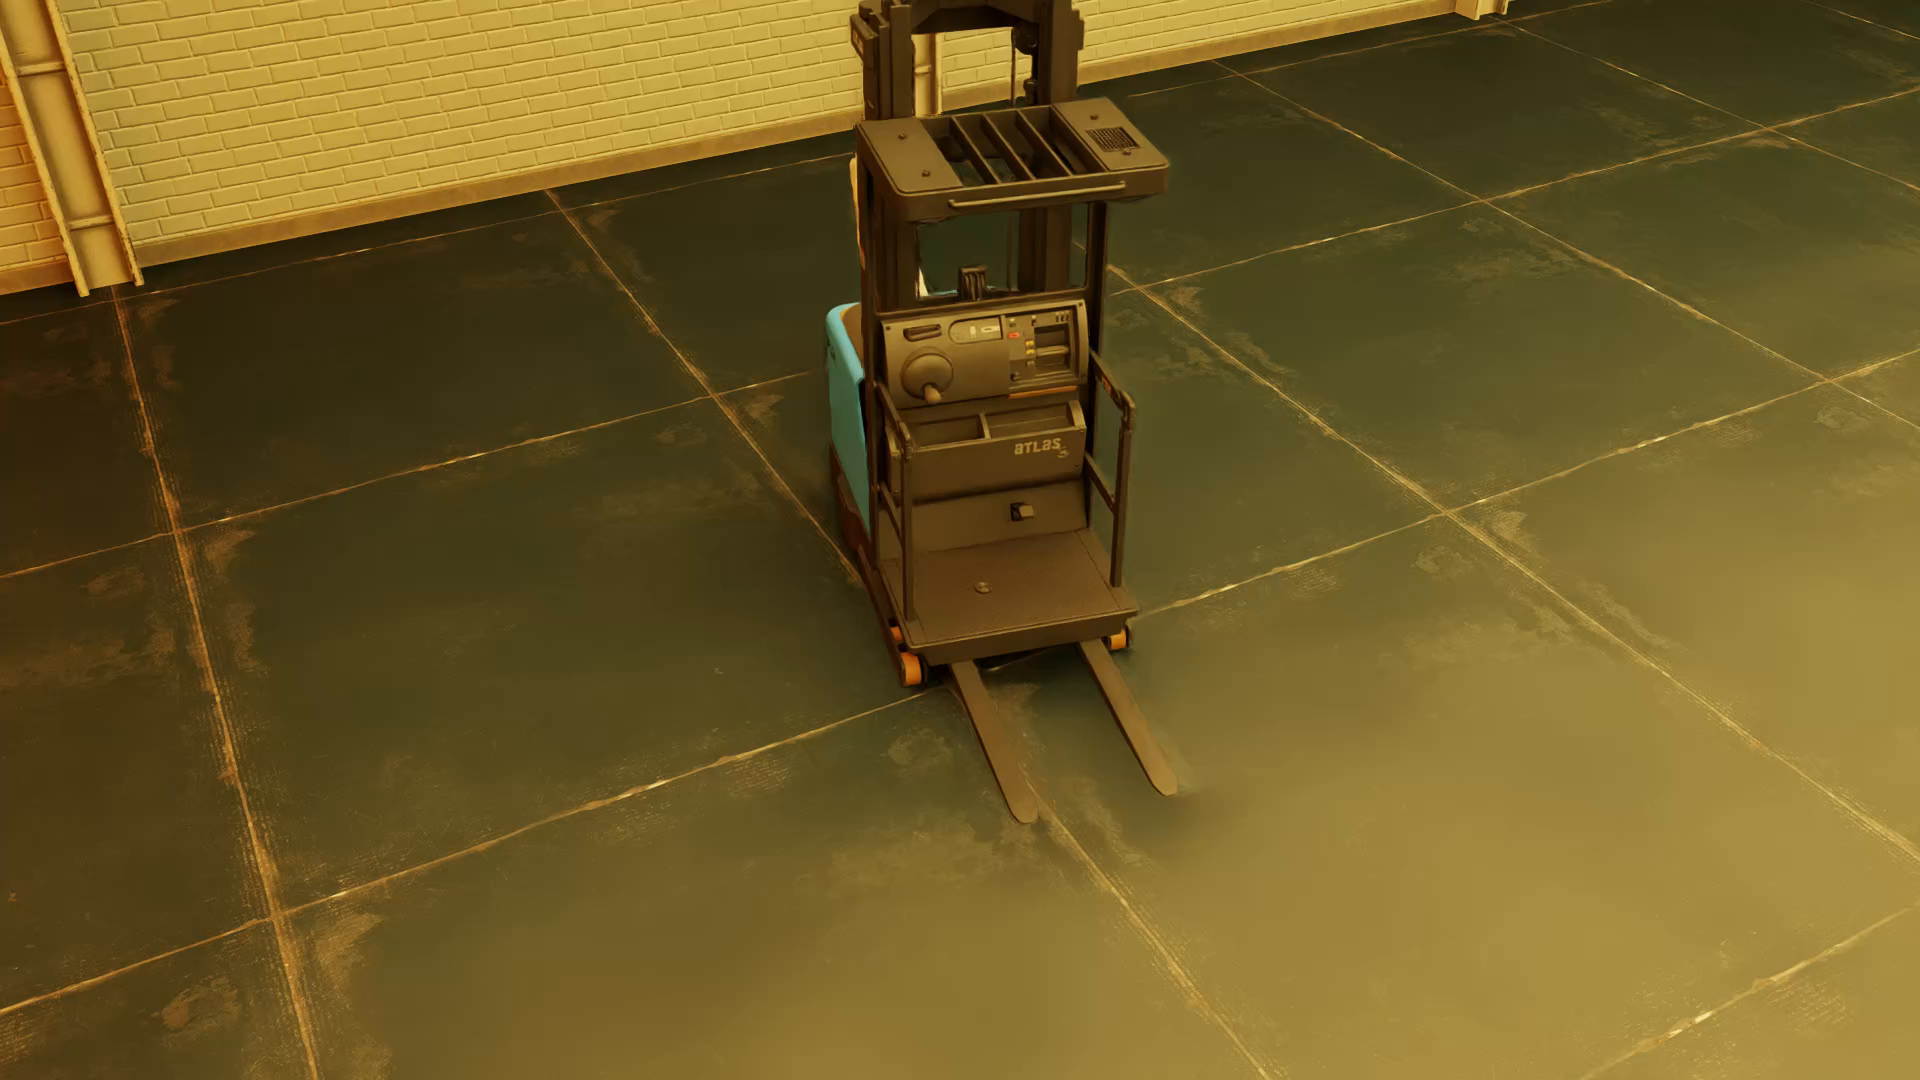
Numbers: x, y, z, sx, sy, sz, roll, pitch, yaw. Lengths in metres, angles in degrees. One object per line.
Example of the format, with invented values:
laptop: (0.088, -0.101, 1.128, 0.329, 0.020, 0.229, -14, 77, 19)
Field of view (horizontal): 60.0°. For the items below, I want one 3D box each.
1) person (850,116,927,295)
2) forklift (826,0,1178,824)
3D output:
person: (-0.432, -1.649, 9.535, 0.488, 1.691, 0.923, -7, 36, -10)
forklift: (0.177, -0.771, 7.214, 1.130, 2.935, 3.031, -9, 36, -12)
